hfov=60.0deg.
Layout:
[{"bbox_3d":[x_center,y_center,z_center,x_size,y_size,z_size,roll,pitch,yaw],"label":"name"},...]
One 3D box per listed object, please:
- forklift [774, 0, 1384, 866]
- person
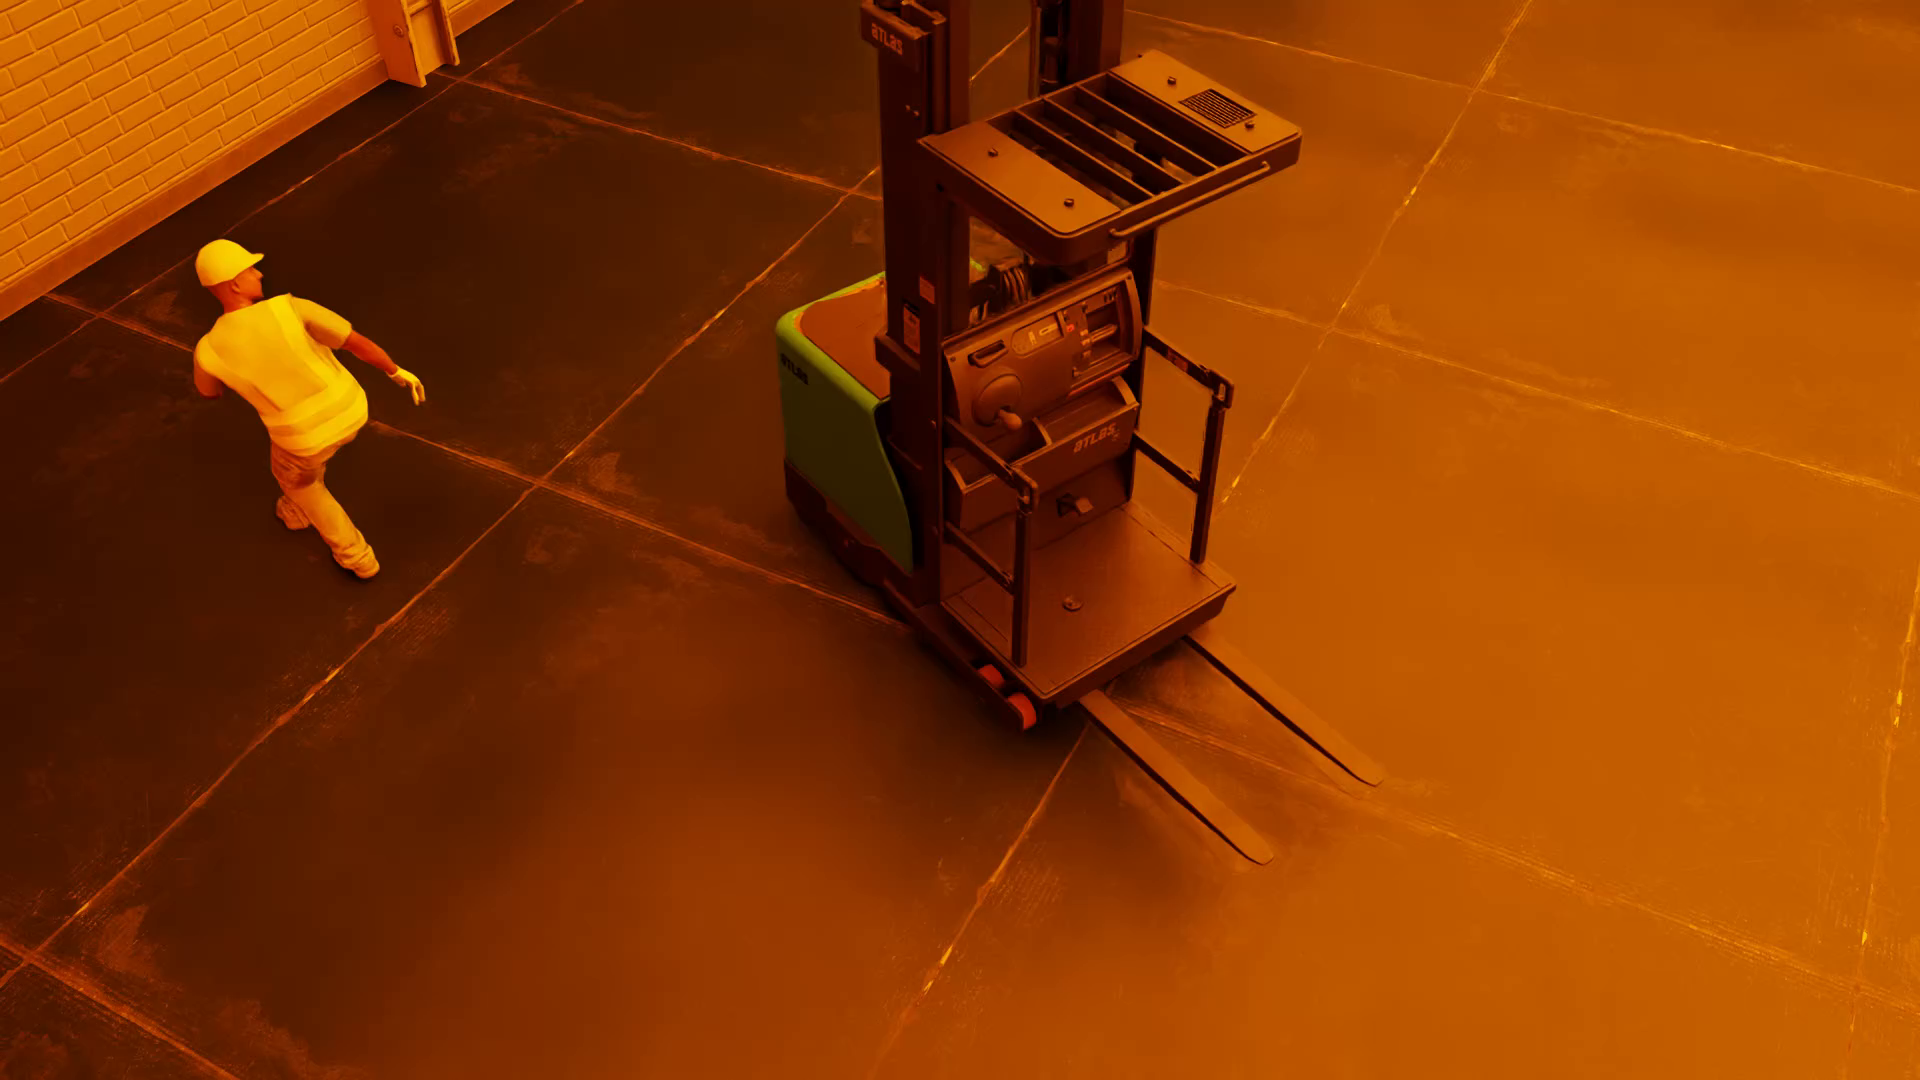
[{"bbox_3d":[0.468,-0.656,6.350,1.130,2.935,3.031,-28,50,-26],"label":"forklift"},{"bbox_3d":[-2.880,-0.654,7.308,0.807,1.613,0.810,-29,50,-27],"label":"person"}]
